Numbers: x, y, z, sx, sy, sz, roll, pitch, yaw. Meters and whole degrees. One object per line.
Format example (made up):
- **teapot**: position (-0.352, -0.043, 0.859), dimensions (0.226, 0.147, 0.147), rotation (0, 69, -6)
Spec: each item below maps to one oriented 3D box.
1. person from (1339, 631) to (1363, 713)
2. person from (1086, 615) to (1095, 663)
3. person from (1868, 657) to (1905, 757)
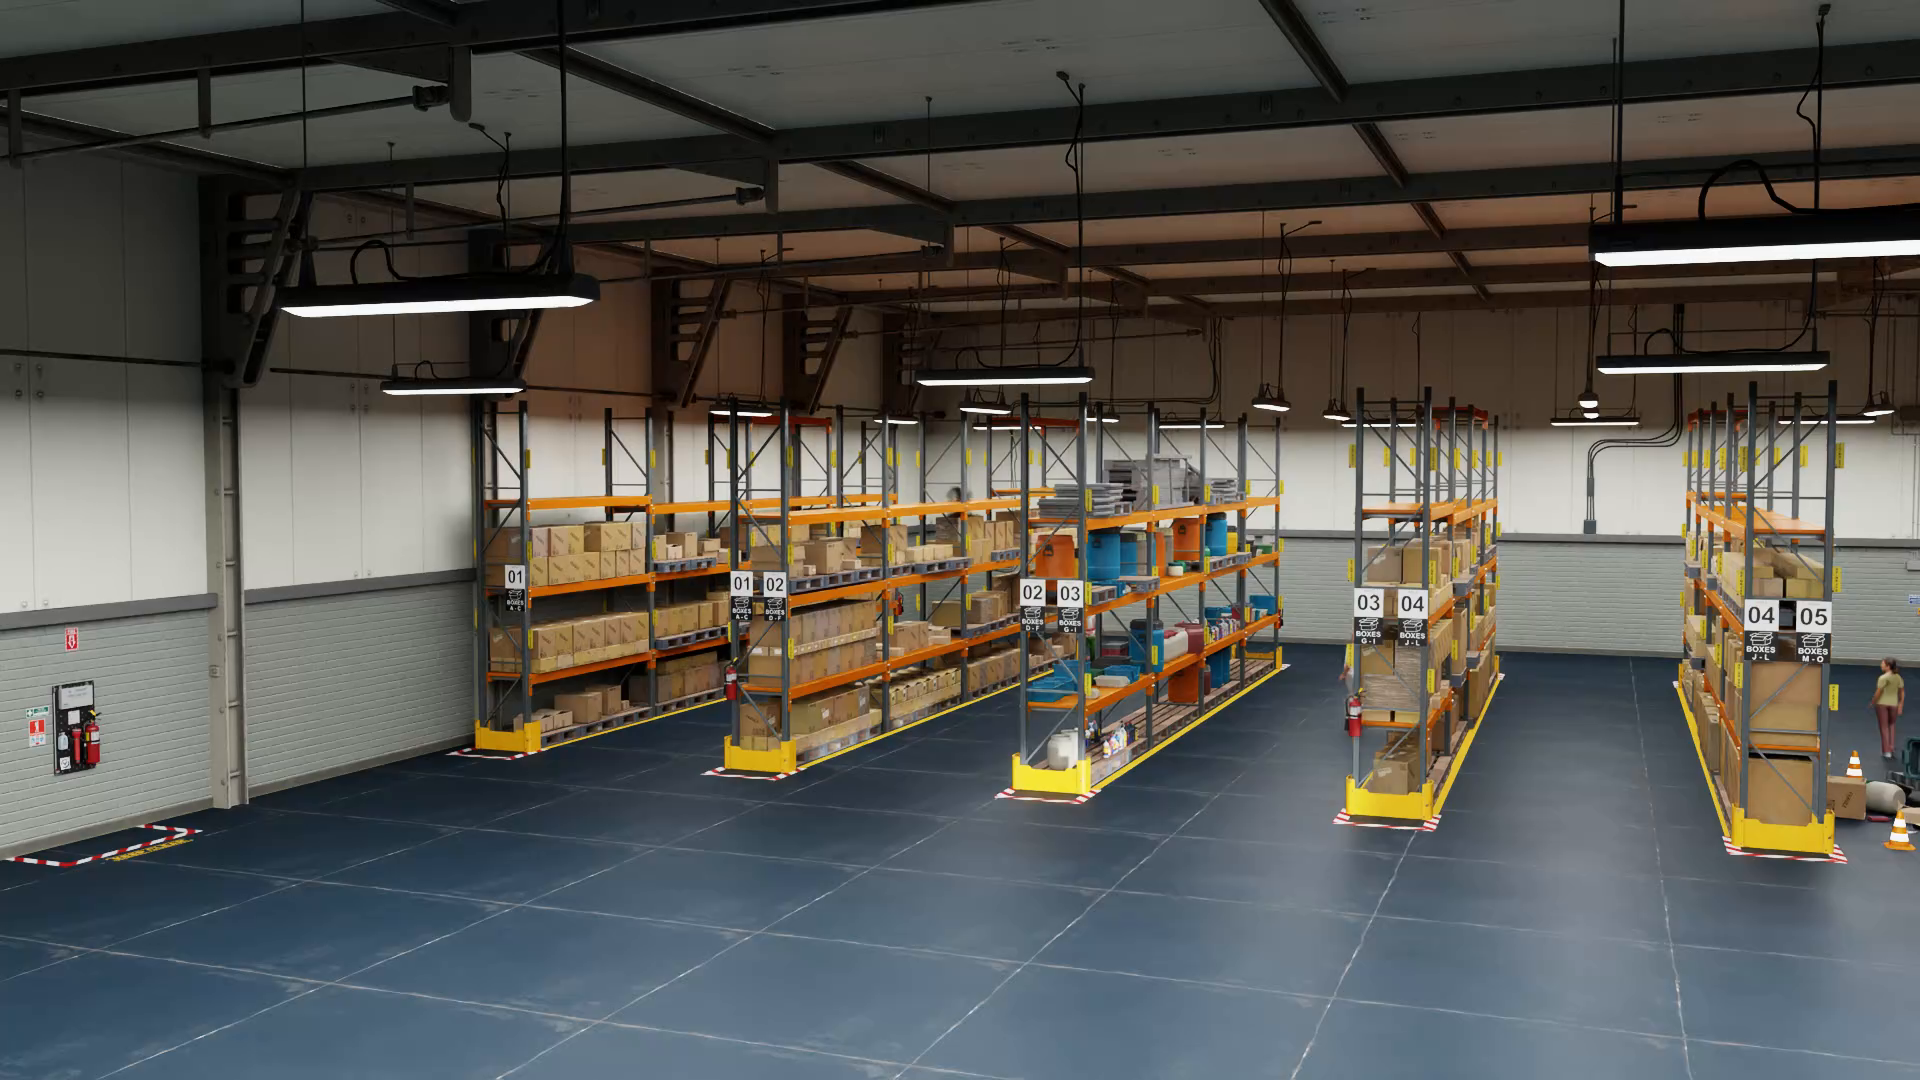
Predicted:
- **person**: position (7.515, 2.603, 31.642), dimensions (0.585, 1.850, 0.489), rotation (-1, 3, -20)
- **person**: position (2.998, 2.286, 38.627), dimensions (0.615, 1.811, 0.876), rotation (1, 3, 19)
- **person**: position (15.523, 2.784, 27.850), dimensions (0.530, 1.649, 0.676), rotation (1, 3, 15)
